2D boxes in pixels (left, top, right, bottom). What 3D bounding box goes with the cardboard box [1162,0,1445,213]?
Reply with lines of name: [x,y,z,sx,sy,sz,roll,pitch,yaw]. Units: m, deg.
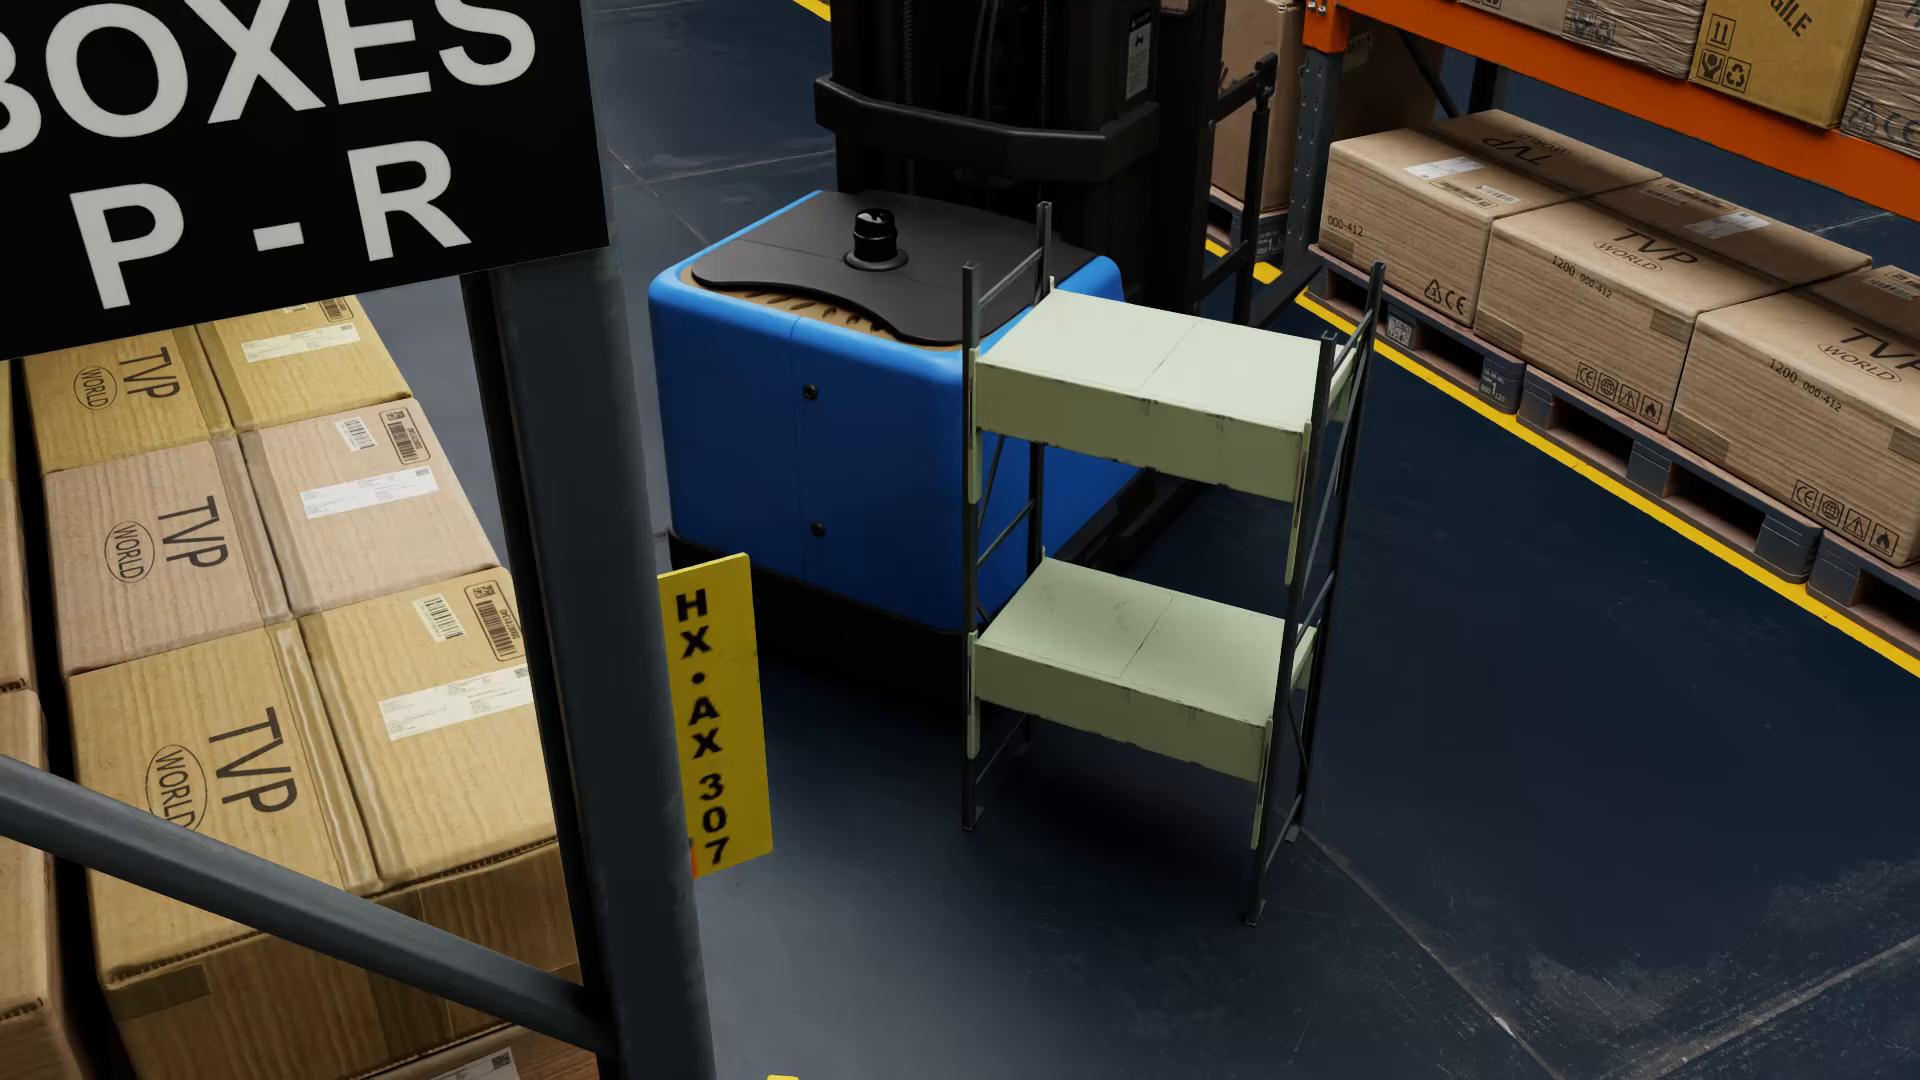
cardboard box: [1.468,-2.056,7.259,0.875,0.875,0.875,-15,35,-22]

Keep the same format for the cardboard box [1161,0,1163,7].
cardboard box: [1.040,-2.485,7.929,0.875,0.875,0.875,-15,36,-22]

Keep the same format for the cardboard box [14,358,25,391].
cardboard box: [-1.855,-0.288,2.782,0.500,0.250,0.500,-16,36,-23]

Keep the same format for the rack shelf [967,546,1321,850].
rack shelf: [0.431,0.354,3.911,0.720,0.370,0.431,15,36,22]

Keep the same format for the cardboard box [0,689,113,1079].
cardboard box: [-1.145,0.446,1.637,0.500,0.250,0.500,-15,36,-22]

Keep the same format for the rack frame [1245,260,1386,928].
rack frame: [0.760,0.167,3.600,0.023,1.500,0.400,15,36,22]

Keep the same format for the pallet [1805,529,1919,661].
pallet: [3.251,0.223,4.707,1.003,0.211,1.213,-16,36,-23]

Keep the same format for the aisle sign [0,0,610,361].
aisle sign: [-0.405,-0.475,0.801,0.394,0.787,0.004,-16,36,-23]

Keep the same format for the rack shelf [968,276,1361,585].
rack shelf: [0.431,-0.249,3.525,0.720,0.370,0.431,15,36,22]

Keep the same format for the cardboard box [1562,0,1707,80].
cardboard box: [2.273,-1.771,5.140,0.500,0.500,0.500,-16,36,-23]

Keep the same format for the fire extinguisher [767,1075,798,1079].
fire extinguisher: [-0.219,0.804,1.631,0.296,0.674,0.183,-16,36,-23]

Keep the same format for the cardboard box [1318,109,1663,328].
cardboard box: [2.026,-1.270,6.437,0.875,0.438,0.875,-16,36,-24]

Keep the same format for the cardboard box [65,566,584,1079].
cardboard box: [-0.669,0.314,1.842,0.500,0.250,0.500,-16,36,-23]

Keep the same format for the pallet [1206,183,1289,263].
pallet: [1.402,-1.674,7.666,1.003,0.211,1.213,-16,36,-23]

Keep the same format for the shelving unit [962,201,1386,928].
shelving unit: [0.431,0.080,3.735,0.755,1.500,0.431,15,36,22]

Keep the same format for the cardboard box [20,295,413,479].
cardboard box: [-1.144,-0.167,2.594,0.500,0.250,0.500,-17,36,-24]

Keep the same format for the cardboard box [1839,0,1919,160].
cardboard box: [2.765,-1.281,4.377,0.500,0.500,0.500,-15,36,-22]

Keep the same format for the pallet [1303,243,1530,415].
pallet: [2.114,-0.942,6.524,1.003,0.211,1.213,-16,36,-23]

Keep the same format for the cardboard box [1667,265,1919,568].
cardboard box: [2.863,-0.412,5.098,0.875,0.438,0.875,-15,36,-22]

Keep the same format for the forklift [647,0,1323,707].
forklift: [0.361,-1.552,4.955,1.130,2.935,3.031,18,37,26]

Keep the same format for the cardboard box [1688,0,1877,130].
cardboard box: [2.513,-1.525,4.757,0.500,0.500,0.500,-15,35,-22]

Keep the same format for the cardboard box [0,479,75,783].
cardboard box: [-1.385,0.200,2.021,0.500,0.250,0.500,-16,36,-23]

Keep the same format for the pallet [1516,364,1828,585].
pallet: [2.686,-0.359,5.614,1.003,0.211,1.213,-16,36,-23]

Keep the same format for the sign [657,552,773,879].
sign: [-0.216,0.160,1.418,0.100,0.325,0.005,-16,36,-23]

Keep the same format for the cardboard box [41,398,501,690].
cardboard box: [-0.905,0.074,2.217,0.500,0.250,0.500,-15,36,-23]

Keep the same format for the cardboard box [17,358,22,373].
cardboard box: [-1.401,-0.406,2.966,0.500,0.250,0.500,-17,36,-24]

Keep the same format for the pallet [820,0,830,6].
pallet: [-0.400,-3.606,10.684,1.003,0.211,1.213,-16,36,-23]

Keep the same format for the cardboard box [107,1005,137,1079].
cardboard box: [-1.152,0.539,1.860,0.380,0.149,0.250,-15,35,-22]

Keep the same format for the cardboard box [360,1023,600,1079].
cardboard box: [-0.607,0.541,1.858,0.380,0.149,0.250,-16,36,-23]

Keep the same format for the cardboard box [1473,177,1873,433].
cardboard box: [2.444,-0.843,5.770,0.875,0.438,0.875,-17,36,-24]

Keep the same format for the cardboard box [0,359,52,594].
cardboard box: [-1.611,-0.038,2.392,0.500,0.250,0.500,-15,35,-22]

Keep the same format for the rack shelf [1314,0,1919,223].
rack shelf: [2.761,-1.241,5.073,1.077,0.370,4.000,-16,36,-23]

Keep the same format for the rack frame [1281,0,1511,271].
rack frame: [1.828,-2.498,6.369,1.000,3.000,0.127,-16,36,-23]

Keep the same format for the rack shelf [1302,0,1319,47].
rack shelf: [0.896,-3.150,8.053,1.077,0.370,4.000,-16,36,-23]

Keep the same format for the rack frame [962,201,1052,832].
rack frame: [0.102,-0.007,3.871,0.023,1.500,0.400,15,36,22]

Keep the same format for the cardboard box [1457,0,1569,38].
cardboard box: [2.046,-2.009,5.513,0.500,0.500,0.500,-16,36,-23]
